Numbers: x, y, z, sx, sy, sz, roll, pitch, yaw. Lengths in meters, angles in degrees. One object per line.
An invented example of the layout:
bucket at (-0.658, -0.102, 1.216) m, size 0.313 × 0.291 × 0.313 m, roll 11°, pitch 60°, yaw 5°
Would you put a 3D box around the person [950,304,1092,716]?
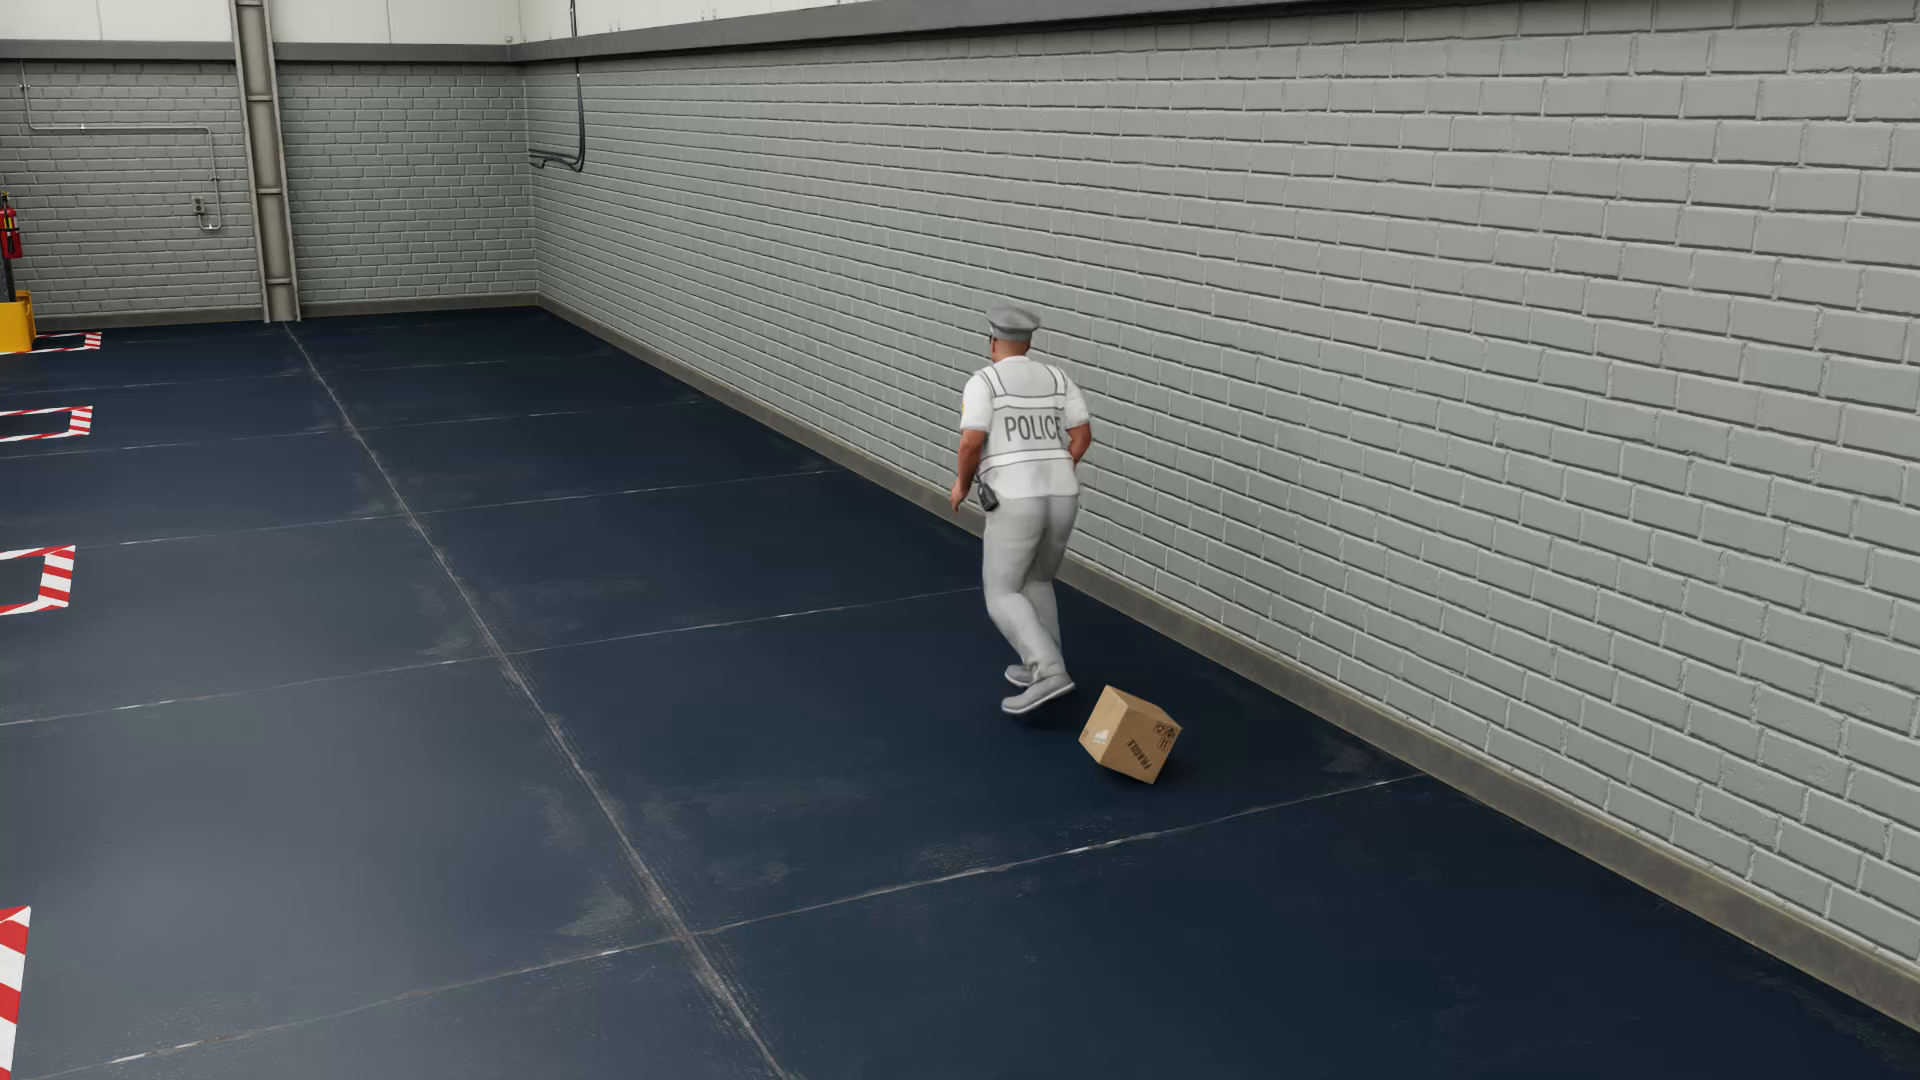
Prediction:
person at (0.328, -0.133, 7.146) m, size 0.666 × 1.667 × 0.838 m, roll -10°, pitch 18°, yaw -33°
